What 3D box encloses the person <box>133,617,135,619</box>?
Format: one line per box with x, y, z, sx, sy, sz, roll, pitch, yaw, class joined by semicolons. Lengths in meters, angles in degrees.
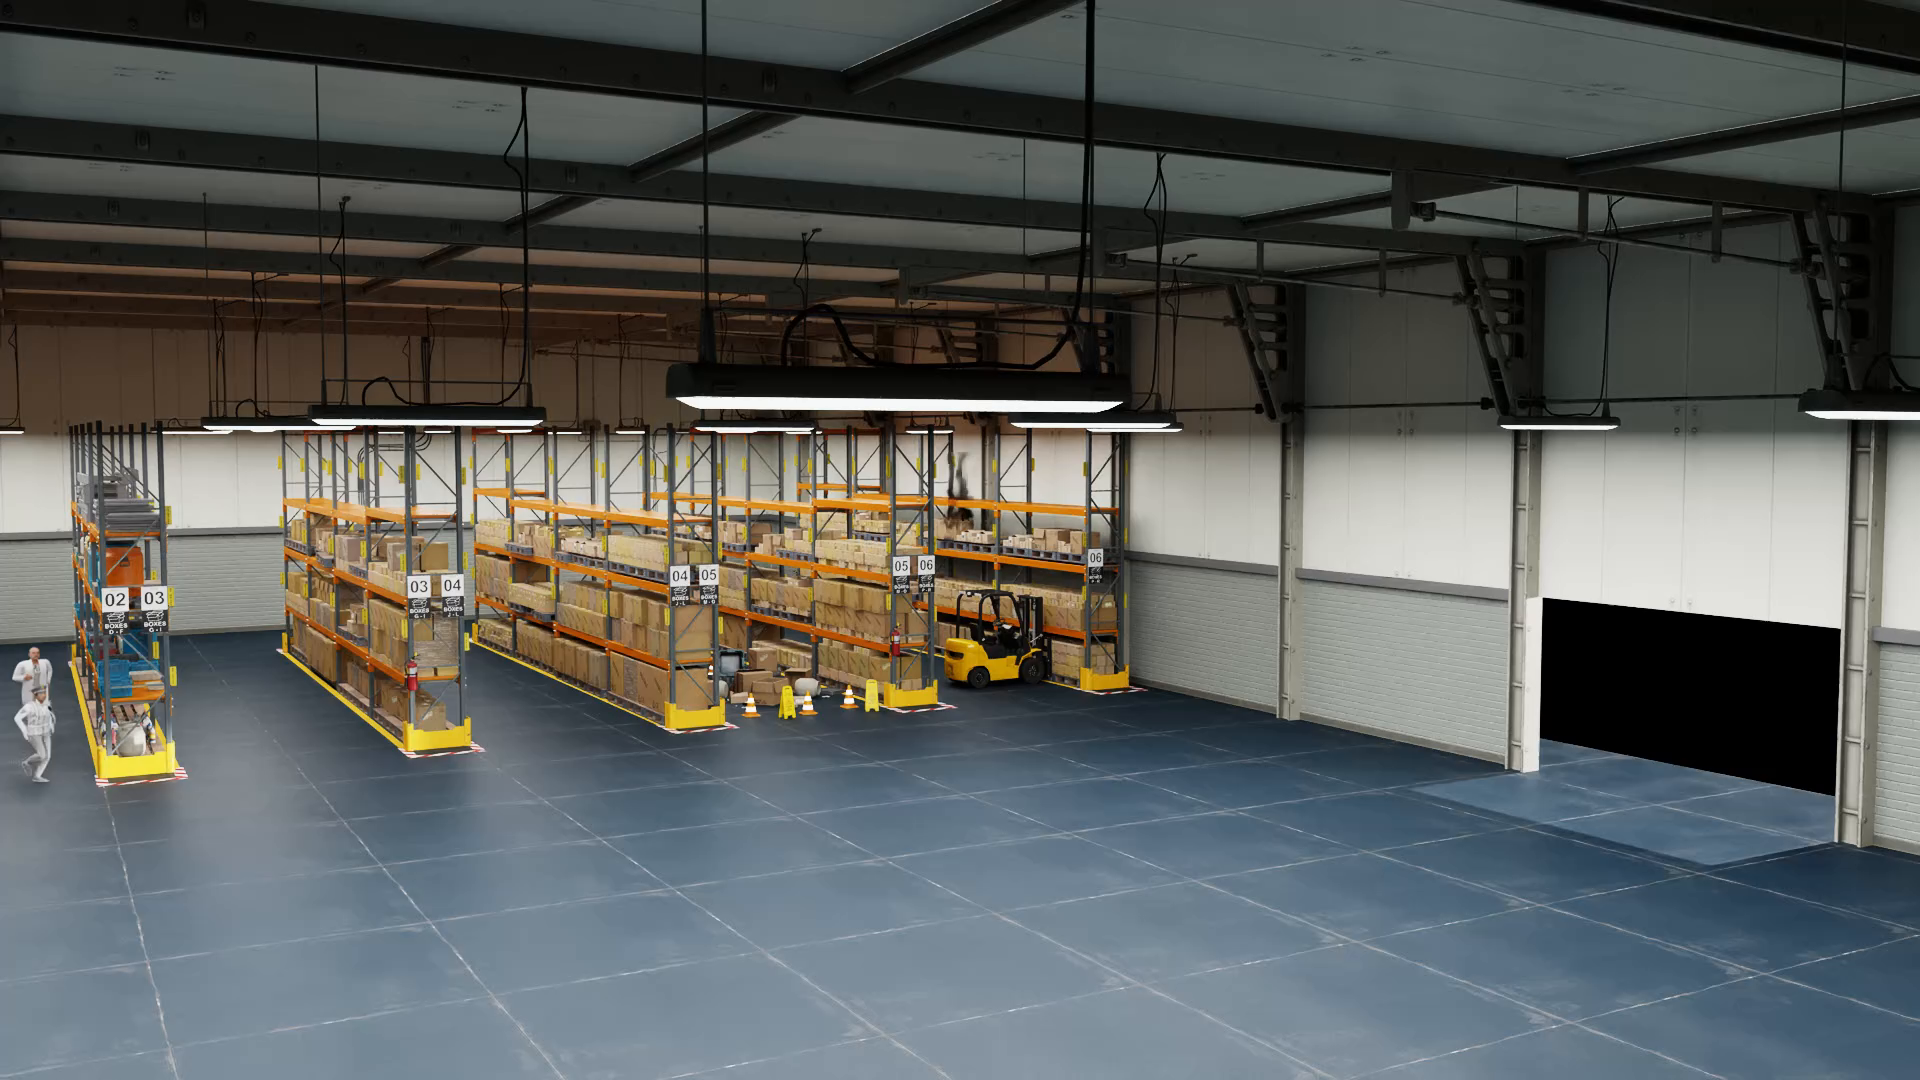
-22.304;2.156;44.498;0.934;1.703;0.627;-1;4;-18;person

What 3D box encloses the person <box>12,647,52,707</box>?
-17.338;2.924;31.115;0.668;1.855;0.862;-2;4;-32;person

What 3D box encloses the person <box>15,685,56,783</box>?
-15.294;3.212;27.577;0.577;1.634;0.635;1;4;22;person
